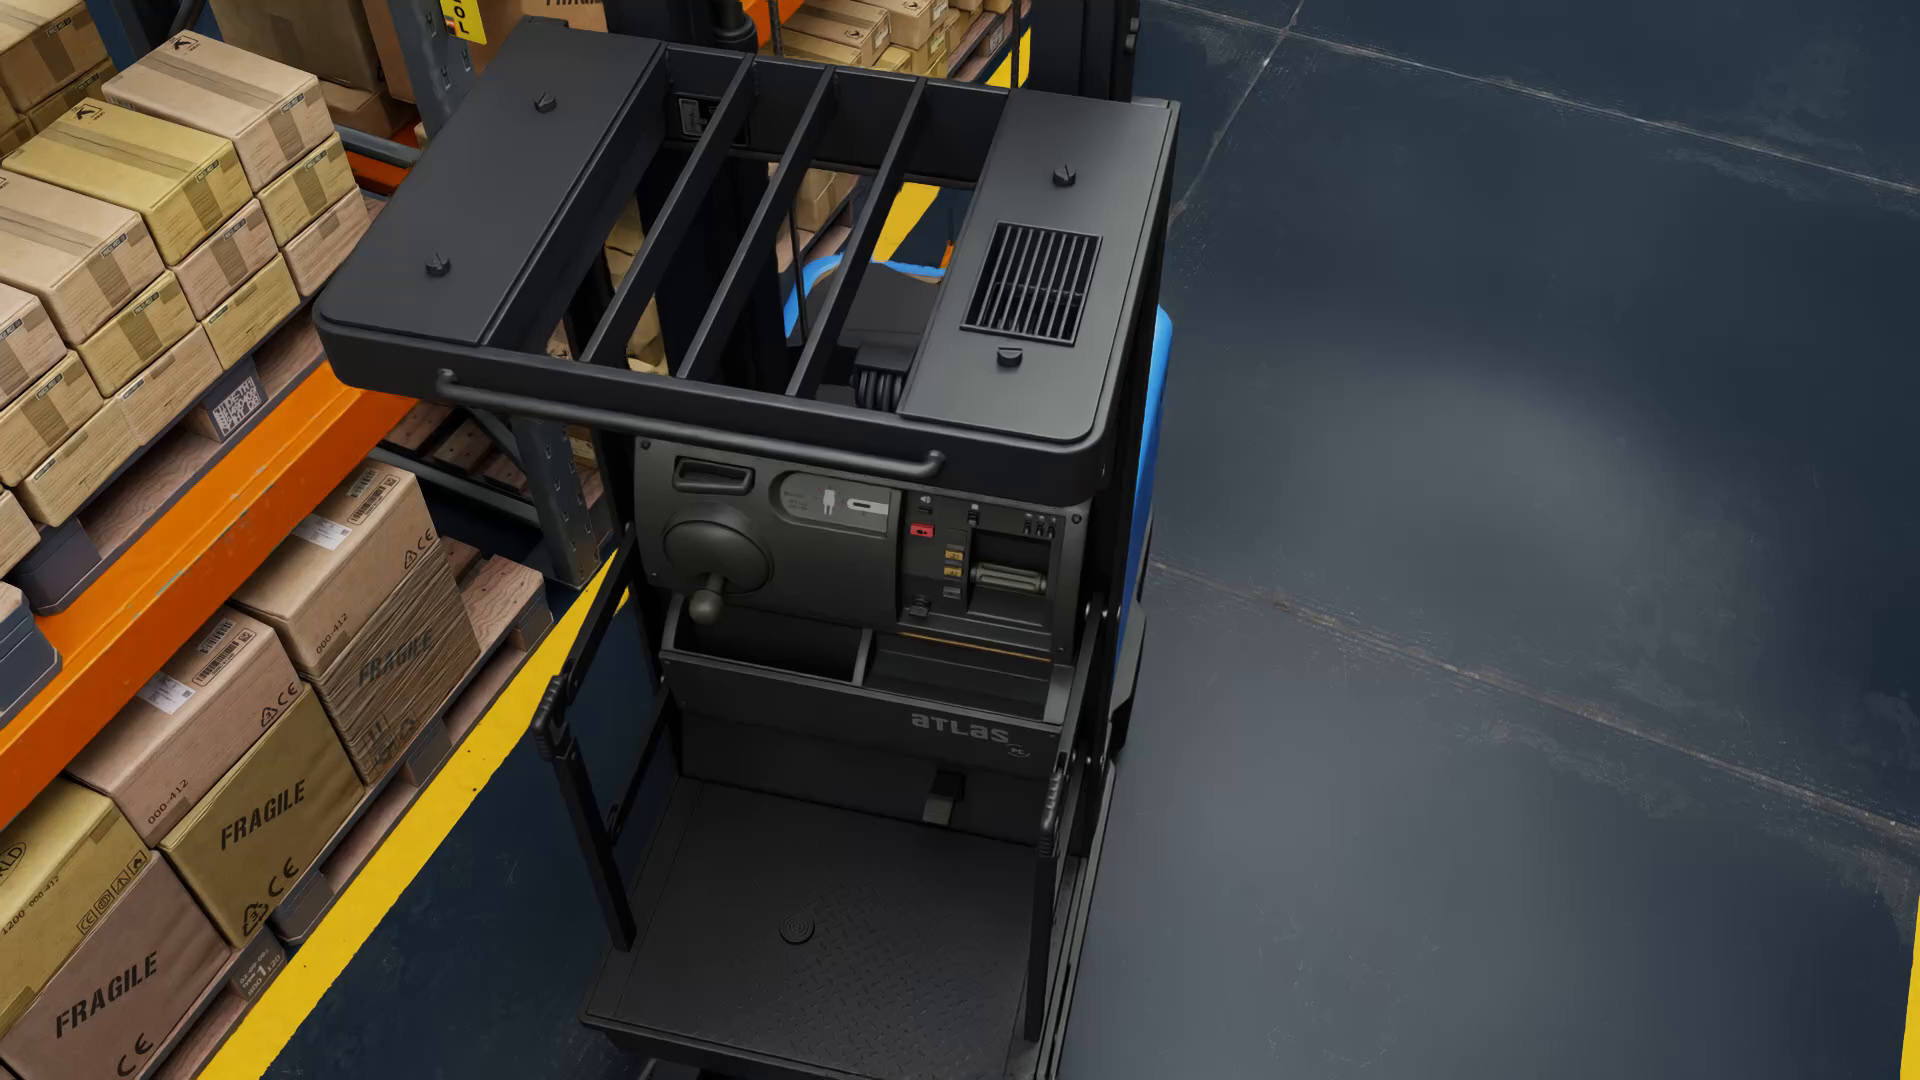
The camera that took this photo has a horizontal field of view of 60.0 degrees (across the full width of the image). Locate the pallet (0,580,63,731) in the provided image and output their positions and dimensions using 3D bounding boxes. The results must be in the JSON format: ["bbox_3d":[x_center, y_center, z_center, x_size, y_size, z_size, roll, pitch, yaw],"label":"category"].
[{"bbox_3d":[-2.491,0.424,3.045,1.003,0.211,1.213,20,52,16],"label":"pallet"}]

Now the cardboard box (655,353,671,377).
[{"bbox_3d":[-1.031,-0.557,5.351,0.380,0.149,0.250,21,53,17],"label":"cardboard box"}]

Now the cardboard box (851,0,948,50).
[{"bbox_3d":[-0.267,-1.993,6.182,0.380,0.149,0.250,22,53,17],"label":"cardboard box"}]

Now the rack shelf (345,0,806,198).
[{"bbox_3d":[-0.737,-2.160,5.591,1.077,0.370,4.000,20,52,16],"label":"rack shelf"}]

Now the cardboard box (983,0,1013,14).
[{"bbox_3d":[0.063,-2.342,6.869,0.380,0.149,0.250,21,53,17],"label":"cardboard box"}]

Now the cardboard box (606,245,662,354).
[{"bbox_3d":[-1.086,-0.761,5.133,0.380,0.149,0.250,22,53,18],"label":"cardboard box"}]

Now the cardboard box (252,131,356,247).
[{"bbox_3d":[-1.583,-0.829,3.679,0.380,0.149,0.250,21,53,17],"label":"cardboard box"}]

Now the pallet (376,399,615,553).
[{"bbox_3d":[-1.336,-0.586,5.610,1.003,0.211,1.213,20,52,16],"label":"pallet"}]

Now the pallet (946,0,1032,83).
[{"bbox_3d":[-0.294,-2.266,7.040,1.003,0.211,1.213,20,52,16],"label":"pallet"}]

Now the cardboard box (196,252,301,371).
[{"bbox_3d":[-1.692,-0.553,3.640,0.380,0.149,0.250,20,53,16],"label":"cardboard box"}]

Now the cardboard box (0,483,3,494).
[{"bbox_3d":[-2.028,-0.108,3.067,0.380,0.149,0.250,17,52,14],"label":"cardboard box"}]

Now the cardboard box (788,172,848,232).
[{"bbox_3d":[-0.628,-1.281,5.966,0.380,0.149,0.250,19,52,15],"label":"cardboard box"}]

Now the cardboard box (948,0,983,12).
[{"bbox_3d":[-0.070,-2.264,6.608,0.380,0.149,0.250,18,52,15],"label":"cardboard box"}]

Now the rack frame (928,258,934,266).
[{"bbox_3d":[0.010,-0.407,4.907,0.200,1.050,0.008,10,50,8],"label":"rack frame"}]

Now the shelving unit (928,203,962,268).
[{"bbox_3d":[0.037,-0.497,4.984,0.215,1.050,0.252,10,50,8],"label":"shelving unit"}]

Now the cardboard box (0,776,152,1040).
[{"bbox_3d":[-2.126,0.729,3.534,0.500,0.250,0.500,18,52,14],"label":"cardboard box"}]

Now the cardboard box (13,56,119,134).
[{"bbox_3d":[-2.175,-1.045,3.864,0.380,0.149,0.250,21,53,17],"label":"cardboard box"}]

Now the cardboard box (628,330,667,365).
[{"bbox_3d":[-1.120,-0.673,5.254,0.380,0.149,0.250,20,53,16],"label":"cardboard box"}]

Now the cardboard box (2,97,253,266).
[{"bbox_3d":[-1.700,-0.738,3.407,0.380,0.149,0.250,18,52,15],"label":"cardboard box"}]

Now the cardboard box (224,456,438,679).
[{"bbox_3d":[-1.681,0.010,4.145,0.500,0.250,0.500,19,52,15],"label":"cardboard box"}]

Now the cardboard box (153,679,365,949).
[{"bbox_3d":[-1.899,0.603,4.133,0.500,0.500,0.500,19,52,15],"label":"cardboard box"}]

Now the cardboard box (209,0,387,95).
[{"bbox_3d":[-1.640,-1.569,4.355,0.500,0.500,0.500,20,52,16],"label":"cardboard box"}]

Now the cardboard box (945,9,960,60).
[{"bbox_3d":[-0.221,-2.014,6.590,0.380,0.149,0.250,20,53,16],"label":"cardboard box"}]

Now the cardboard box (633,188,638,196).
[{"bbox_3d":[-0.931,-1.138,5.454,0.380,0.149,0.250,19,52,15],"label":"cardboard box"}]

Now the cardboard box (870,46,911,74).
[{"bbox_3d":[-0.406,-1.733,6.156,0.380,0.149,0.250,22,53,18],"label":"cardboard box"}]

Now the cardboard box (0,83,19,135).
[{"bbox_3d":[-2.289,-0.947,3.585,0.380,0.149,0.250,21,53,17],"label":"cardboard box"}]

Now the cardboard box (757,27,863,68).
[{"bbox_3d":[-0.566,-1.658,5.897,0.380,0.149,0.250,20,52,16],"label":"cardboard box"}]

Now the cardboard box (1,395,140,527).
[{"bbox_3d":[-1.908,-0.210,3.348,0.380,0.149,0.250,17,52,14],"label":"cardboard box"}]

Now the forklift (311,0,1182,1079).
[{"bbox_3d":[-0.255,0.127,3.217,1.130,2.935,3.031,10,50,8],"label":"forklift"}]

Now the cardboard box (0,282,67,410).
[{"bbox_3d":[-1.924,-0.380,3.102,0.380,0.149,0.250,20,52,16],"label":"cardboard box"}]

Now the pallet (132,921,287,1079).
[{"bbox_3d":[-2.442,1.268,4.033,1.003,0.211,1.213,20,52,16],"label":"pallet"}]

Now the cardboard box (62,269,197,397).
[{"bbox_3d":[-1.803,-0.477,3.380,0.380,0.149,0.250,22,53,18],"label":"cardboard box"}]

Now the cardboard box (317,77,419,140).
[{"bbox_3d":[-1.681,-1.207,4.473,0.380,0.149,0.250,19,52,16],"label":"cardboard box"}]

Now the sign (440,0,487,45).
[{"bbox_3d":[-1.088,-1.213,3.552,0.100,0.325,0.005,20,52,16],"label":"sign"}]
